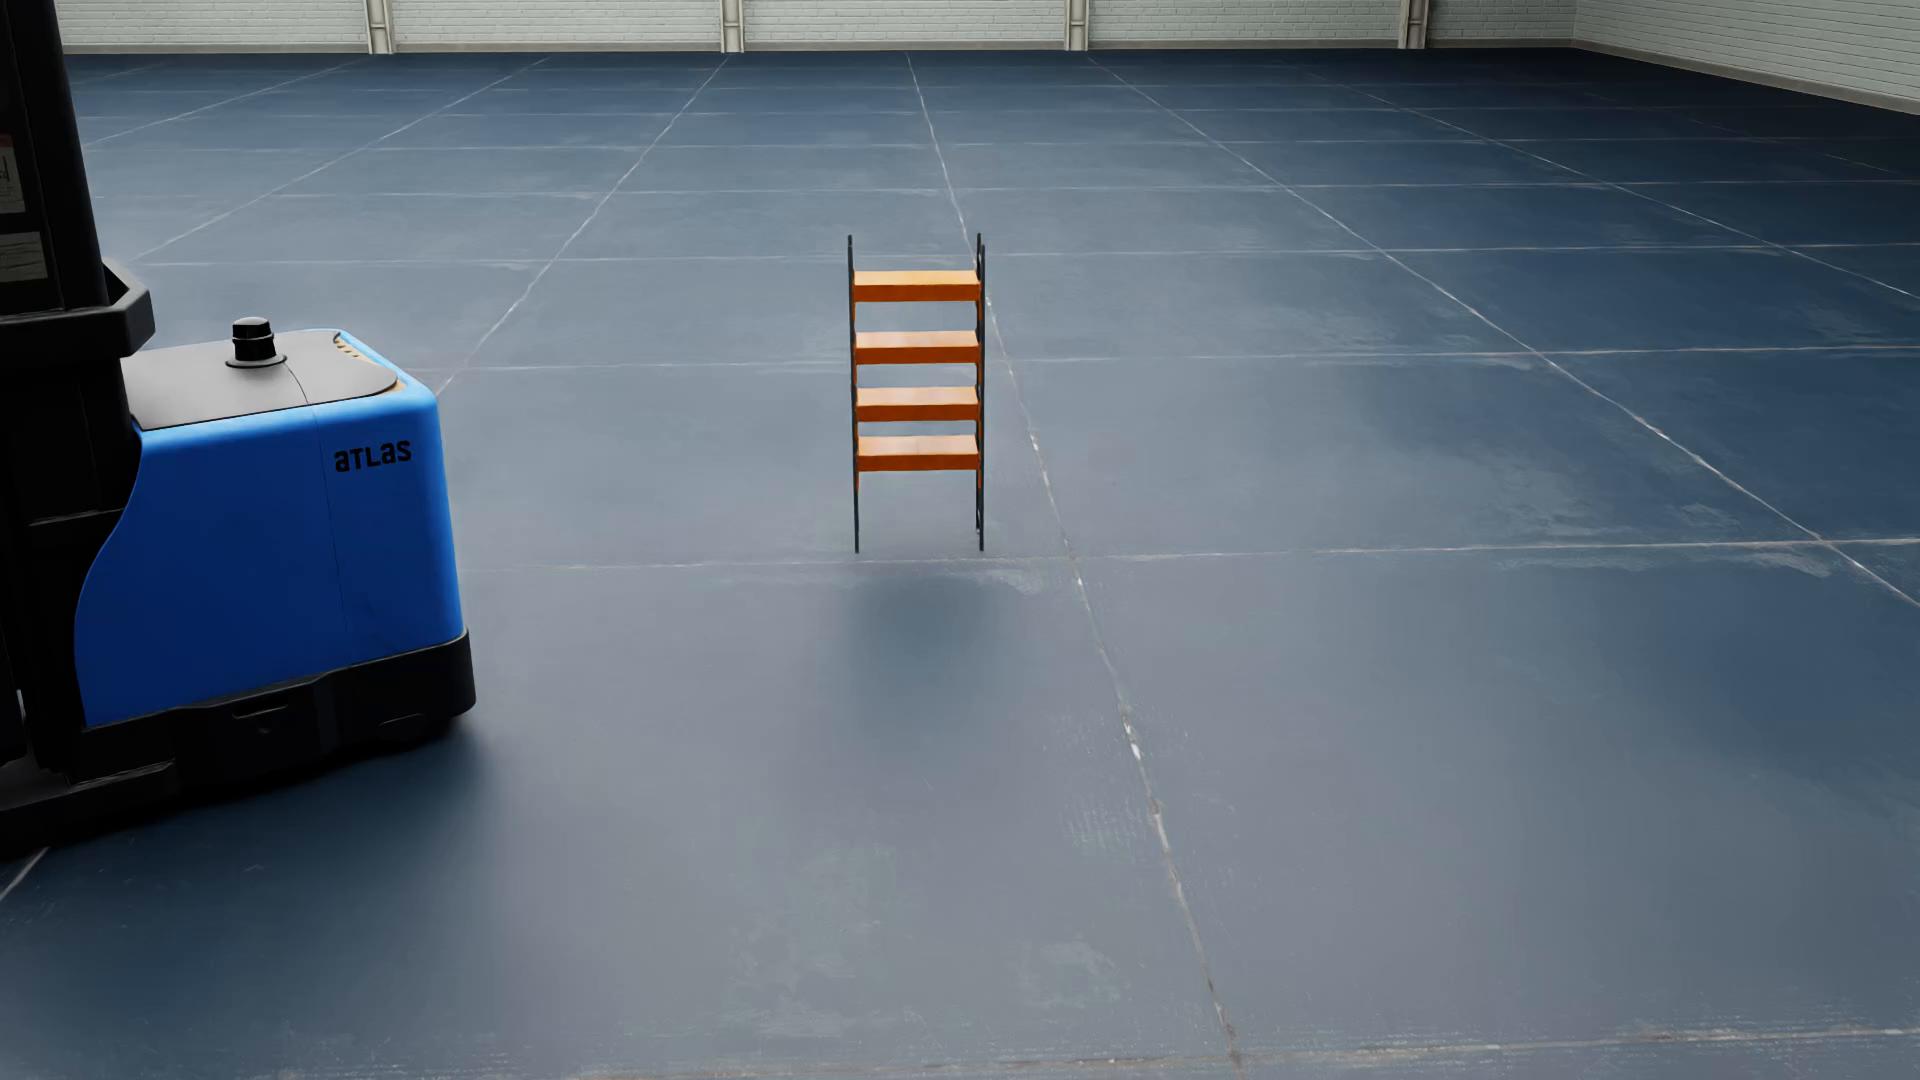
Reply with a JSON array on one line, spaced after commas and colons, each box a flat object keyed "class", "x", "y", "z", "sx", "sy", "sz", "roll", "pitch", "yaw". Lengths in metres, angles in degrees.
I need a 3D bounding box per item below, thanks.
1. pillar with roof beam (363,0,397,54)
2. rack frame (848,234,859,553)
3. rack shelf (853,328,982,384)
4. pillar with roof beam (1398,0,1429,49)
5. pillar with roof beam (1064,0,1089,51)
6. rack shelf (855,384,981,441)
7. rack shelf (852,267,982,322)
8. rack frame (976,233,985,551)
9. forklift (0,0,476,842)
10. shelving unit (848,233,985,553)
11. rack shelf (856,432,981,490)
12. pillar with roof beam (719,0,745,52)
[{"class": "pillar with roof beam", "x": -9.694, "y": -11.065, "z": 23.036, "sx": 0.400, "sy": 9.000, "sz": 9.100, "roll": -1, "pitch": 21, "yaw": -3}, {"class": "rack frame", "x": -0.409, "y": -0.552, "z": 6.386, "sx": 0.015, "sy": 1.200, "sz": 0.240, "roll": -1, "pitch": 21, "yaw": -3}, {"class": "rack shelf", "x": -0.165, "y": -0.704, "z": 6.343, "sx": 0.480, "sy": 0.148, "sz": 0.258, "roll": -1, "pitch": 21, "yaw": -3}, {"class": "pillar with roof beam", "x": 8.276, "y": -11.430, "z": 23.996, "sx": 0.400, "sy": 9.000, "sz": 9.100, "roll": -1, "pitch": 21, "yaw": -3}, {"class": "pillar with roof beam", "x": 2.286, "y": -11.308, "z": 23.676, "sx": 0.400, "sy": 9.000, "sz": 9.100, "roll": -1, "pitch": 21, "yaw": -3}, {"class": "rack shelf", "x": -0.165, "y": -0.495, "z": 6.423, "sx": 0.480, "sy": 0.148, "sz": 0.258, "roll": -1, "pitch": 21, "yaw": -3}, {"class": "rack shelf", "x": -0.165, "y": -0.925, "z": 6.259, "sx": 0.480, "sy": 0.148, "sz": 0.258, "roll": -1, "pitch": 21, "yaw": -3}, {"class": "rack frame", "x": 0.078, "y": -0.562, "z": 6.412, "sx": 0.015, "sy": 1.200, "sz": 0.240, "roll": -1, "pitch": 21, "yaw": -3}, {"class": "forklift", "x": -2.989, "y": -0.637, "z": 4.174, "sx": 3.031, "sy": 2.935, "sz": 1.130, "roll": -14, "pitch": 25, "yaw": -32}, {"class": "shelving unit", "x": -0.165, "y": -0.557, "z": 6.399, "sx": 0.503, "sy": 1.200, "sz": 0.258, "roll": -1, "pitch": 21, "yaw": -3}, {"class": "rack shelf", "x": -0.165, "y": -0.309, "z": 6.493, "sx": 0.480, "sy": 0.148, "sz": 0.258, "roll": -1, "pitch": 21, "yaw": -3}, {"class": "pillar with roof beam", "x": -3.704, "y": -11.186, "z": 23.356, "sx": 0.400, "sy": 9.000, "sz": 9.100, "roll": -1, "pitch": 21, "yaw": -3}]
